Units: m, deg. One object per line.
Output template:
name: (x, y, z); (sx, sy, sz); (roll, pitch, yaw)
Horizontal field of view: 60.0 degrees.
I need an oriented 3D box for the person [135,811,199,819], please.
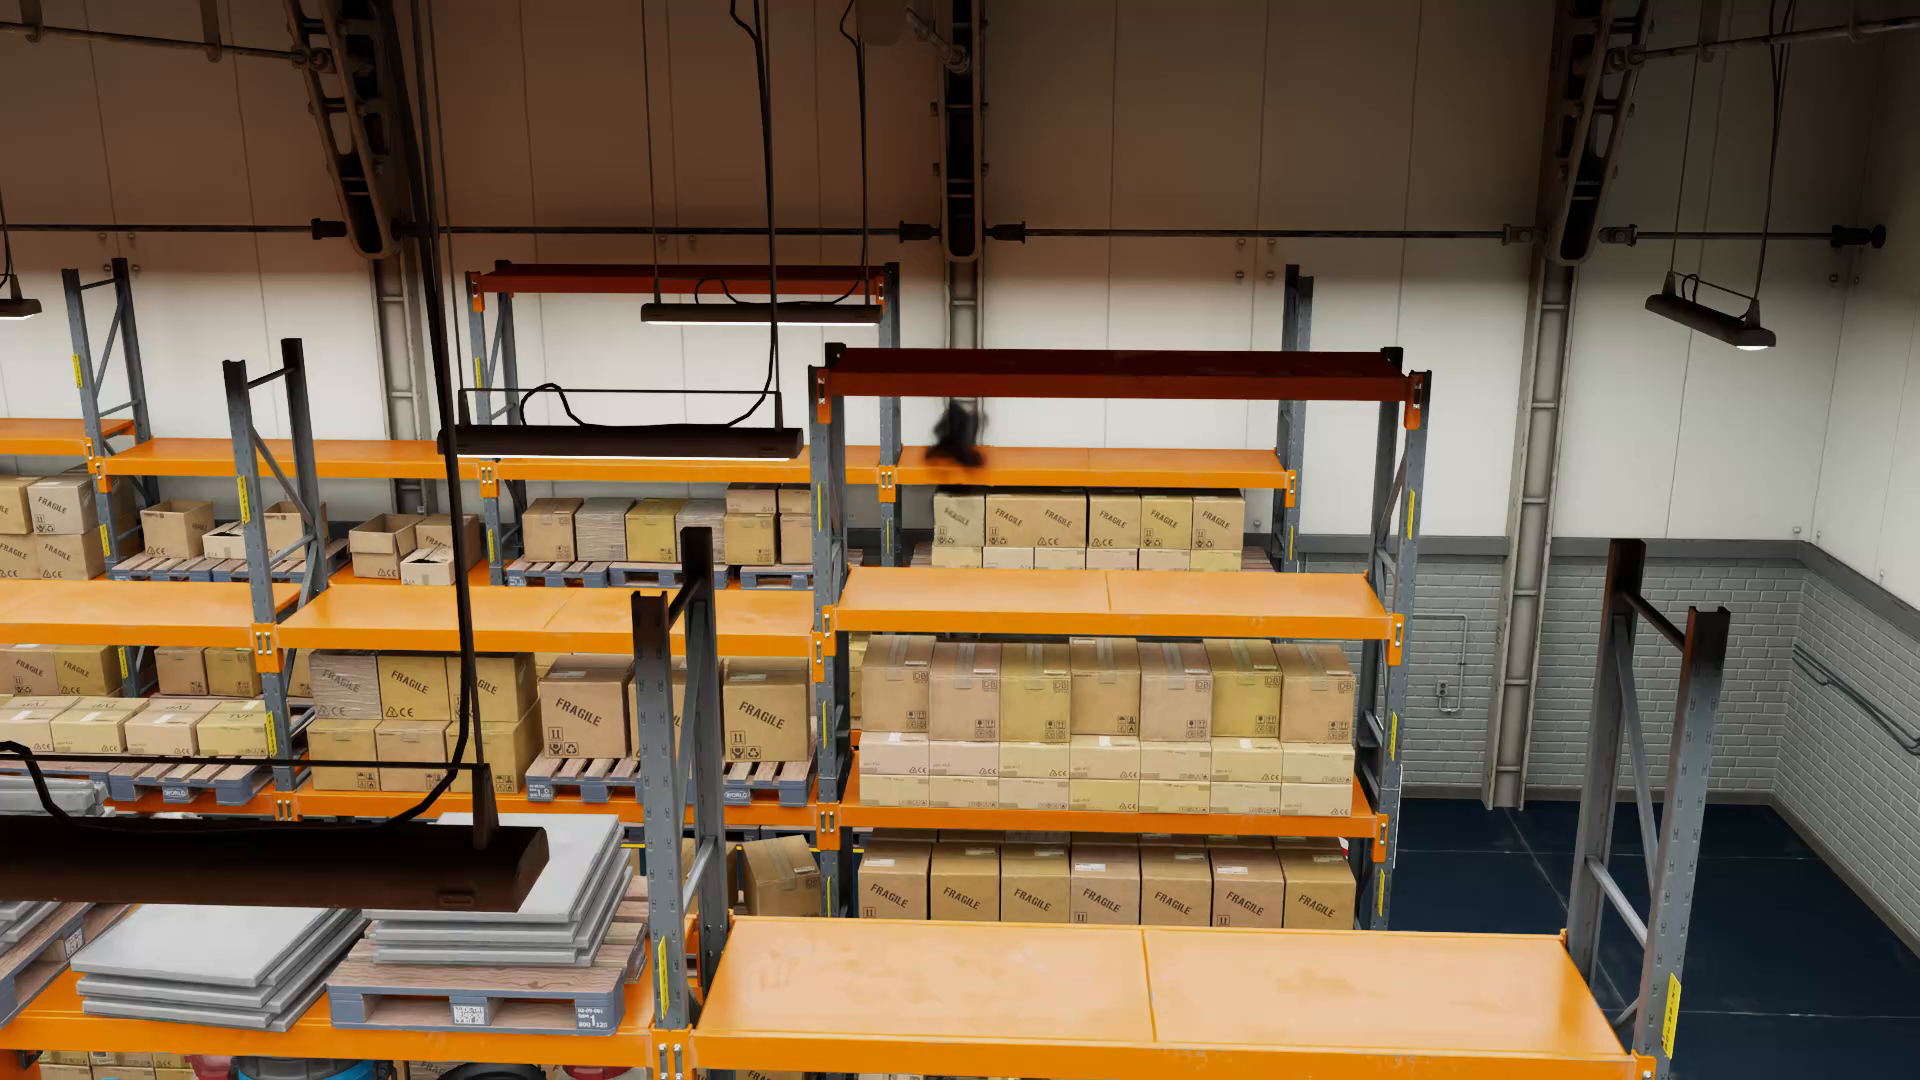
person: (-7.181, 3.037, 14.985); (0.737, 1.764, 0.668); (1, 16, 2)
